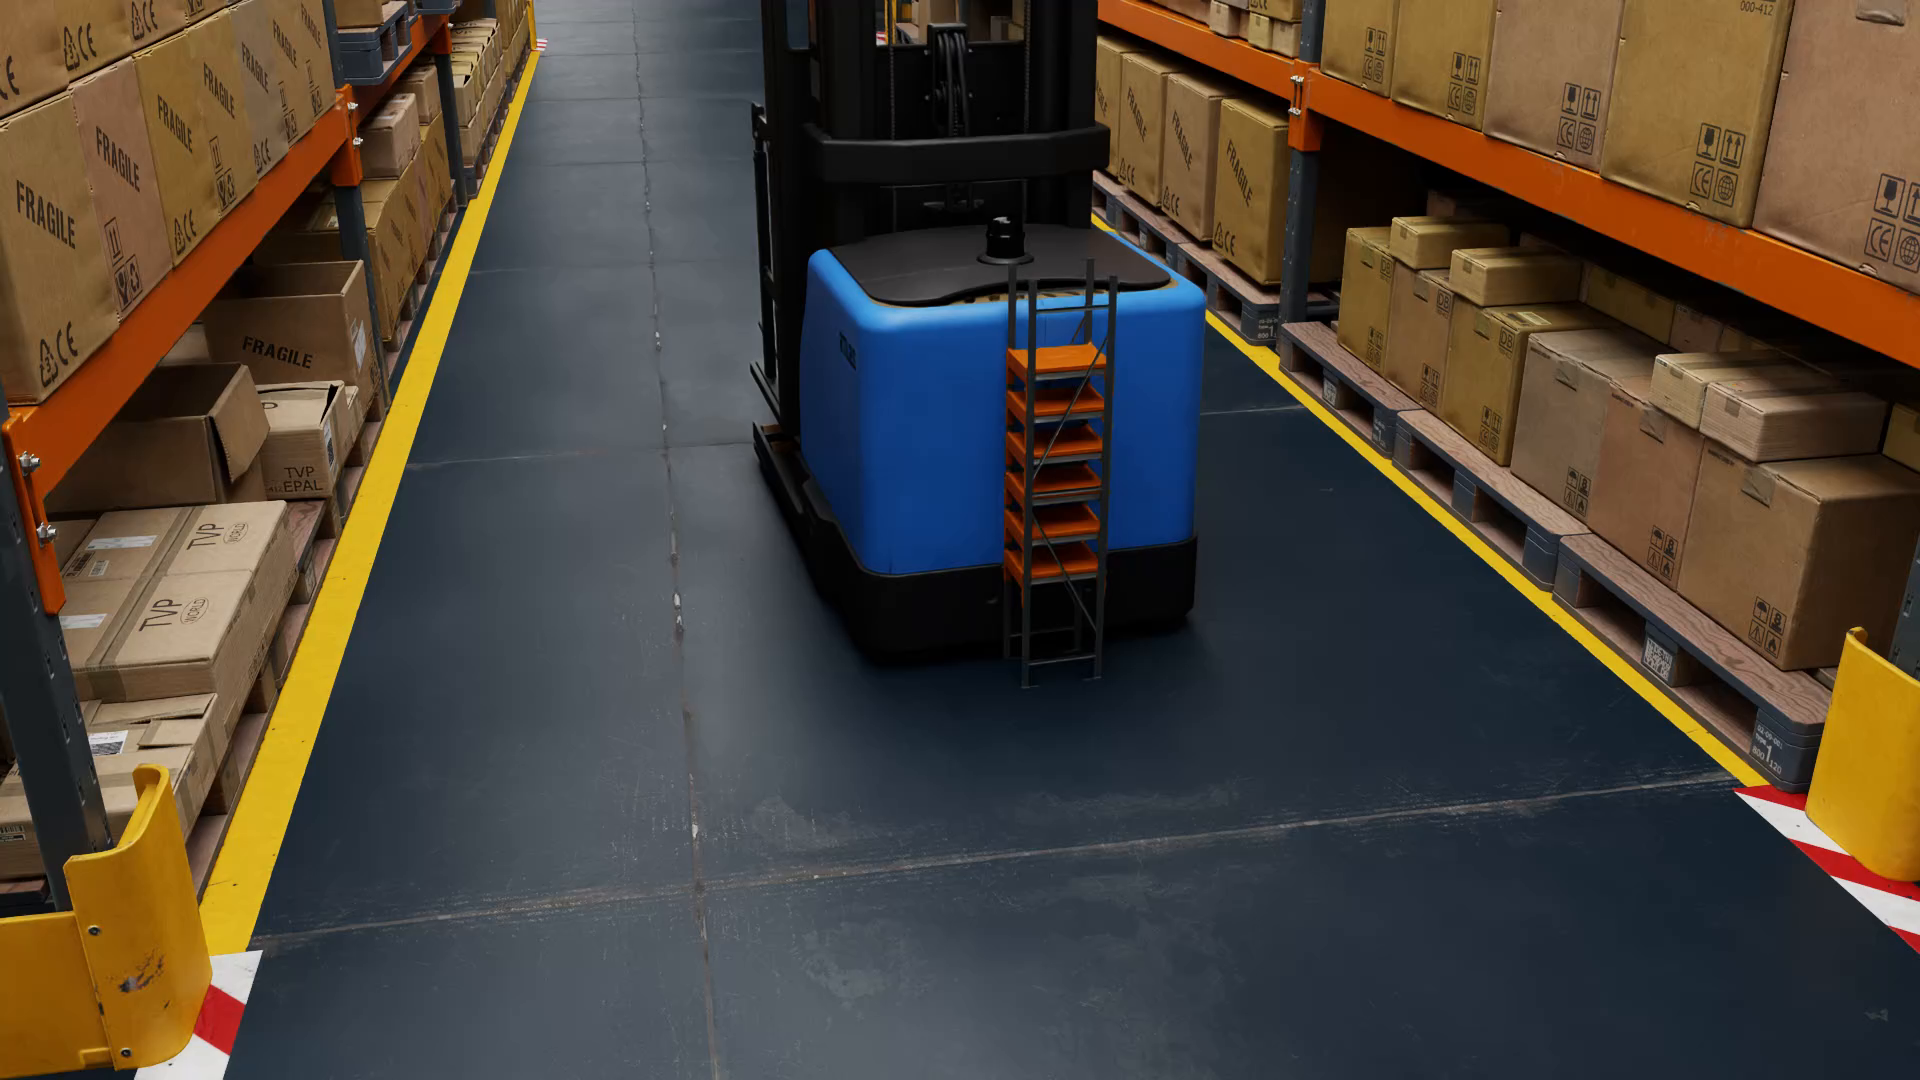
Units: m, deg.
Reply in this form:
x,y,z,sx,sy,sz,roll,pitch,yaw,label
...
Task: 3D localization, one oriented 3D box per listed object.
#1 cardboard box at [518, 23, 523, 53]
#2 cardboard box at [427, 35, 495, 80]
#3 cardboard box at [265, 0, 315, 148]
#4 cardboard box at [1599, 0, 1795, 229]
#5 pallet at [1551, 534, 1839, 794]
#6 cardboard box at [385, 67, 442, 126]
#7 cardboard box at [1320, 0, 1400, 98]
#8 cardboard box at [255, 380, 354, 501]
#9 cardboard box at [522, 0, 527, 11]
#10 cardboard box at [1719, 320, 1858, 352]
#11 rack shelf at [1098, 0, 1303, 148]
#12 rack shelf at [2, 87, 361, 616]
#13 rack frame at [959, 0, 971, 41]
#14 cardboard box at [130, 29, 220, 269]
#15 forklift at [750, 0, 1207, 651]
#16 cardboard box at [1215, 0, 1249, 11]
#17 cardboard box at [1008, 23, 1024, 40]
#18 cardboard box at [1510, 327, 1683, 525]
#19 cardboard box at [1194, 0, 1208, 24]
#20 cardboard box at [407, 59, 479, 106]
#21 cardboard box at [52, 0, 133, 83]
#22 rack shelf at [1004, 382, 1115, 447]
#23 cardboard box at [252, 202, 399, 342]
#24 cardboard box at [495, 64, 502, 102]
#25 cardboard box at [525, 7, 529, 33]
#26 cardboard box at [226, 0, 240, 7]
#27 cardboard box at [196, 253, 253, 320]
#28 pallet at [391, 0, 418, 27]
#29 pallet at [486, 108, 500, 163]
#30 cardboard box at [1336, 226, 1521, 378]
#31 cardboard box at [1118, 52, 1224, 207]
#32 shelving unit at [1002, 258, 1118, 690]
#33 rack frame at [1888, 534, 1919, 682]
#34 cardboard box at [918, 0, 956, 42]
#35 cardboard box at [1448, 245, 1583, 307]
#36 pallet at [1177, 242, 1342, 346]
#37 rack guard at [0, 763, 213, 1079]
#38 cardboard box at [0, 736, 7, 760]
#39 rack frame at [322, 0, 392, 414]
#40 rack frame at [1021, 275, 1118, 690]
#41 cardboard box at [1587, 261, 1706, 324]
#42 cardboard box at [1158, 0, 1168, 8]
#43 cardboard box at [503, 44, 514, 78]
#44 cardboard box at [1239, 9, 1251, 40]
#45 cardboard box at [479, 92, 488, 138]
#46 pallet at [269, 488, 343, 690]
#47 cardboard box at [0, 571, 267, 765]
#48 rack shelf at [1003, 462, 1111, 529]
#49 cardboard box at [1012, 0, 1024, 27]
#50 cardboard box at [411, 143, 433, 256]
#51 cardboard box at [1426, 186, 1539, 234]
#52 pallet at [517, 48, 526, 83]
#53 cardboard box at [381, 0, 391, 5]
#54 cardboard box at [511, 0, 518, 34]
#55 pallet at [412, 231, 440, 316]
x,y,z,sx,sy,sz,roll,pitch,yaw,label
-4.437,-4.766,15.825,0.500,0.250,0.500,-4,24,-10,cardboard box
-3.828,-3.689,12.658,0.500,0.311,0.500,-4,24,-10,cardboard box
-2.456,-1.557,5.442,0.500,0.500,0.500,-4,24,-8,cardboard box
2.460,-1.309,4.624,0.980,0.700,0.700,-4,24,-10,cardboard box
2.485,0.283,4.838,1.003,0.211,1.213,-4,24,-10,pallet
-3.219,-2.492,9.345,0.500,0.250,0.500,-3,24,-8,cardboard box
2.055,-2.182,6.624,0.980,0.700,0.700,-4,24,-9,cardboard box
-2.374,-0.363,5.643,0.500,0.311,0.500,-4,24,-10,cardboard box
-4.725,-5.699,17.024,0.500,0.500,0.500,-4,24,-10,cardboard box
2.562,-0.562,5.076,0.380,0.149,0.250,-4,24,-9,cardboard box
1.601,-2.717,9.121,1.077,0.370,4.000,-4,24,-10,rack shelf
-2.527,-0.775,4.676,1.077,0.370,4.000,-4,24,-10,rack shelf
0.491,-5.406,14.381,1.000,3.000,0.127,-4,24,-10,rack frame
-2.171,-0.958,4.071,0.500,0.500,0.500,-4,24,-10,cardboard box
-0.166,-1.583,5.713,1.130,2.935,3.031,-6,24,-14,forklift
1.533,-2.814,7.923,0.500,0.500,0.500,-4,24,-9,cardboard box
0.788,-3.975,13.676,0.700,0.500,0.500,-5,24,-11,cardboard box
2.296,-0.396,5.507,0.700,0.500,0.500,-5,24,-11,cardboard box
1.438,-2.769,8.630,0.380,0.149,0.250,-5,24,-11,cardboard box
-3.550,-3.088,11.283,0.500,0.311,0.500,-5,24,-11,cardboard box
-2.085,-1.221,3.424,0.500,0.500,0.500,-4,24,-9,cardboard box
0.270,-0.345,4.550,0.258,0.103,0.180,-6,25,-14,rack shelf
-2.747,-1.156,7.222,0.500,0.500,0.500,-5,24,-12,cardboard box
-3.923,-3.630,13.224,0.500,0.250,0.500,-5,24,-11,cardboard box
-4.727,-5.355,17.174,0.500,0.250,0.500,-4,24,-10,cardboard box
-2.359,-1.816,4.787,0.500,0.500,0.500,-4,24,-9,cardboard box
-3.270,-1.120,7.141,0.500,0.500,0.500,-4,24,-10,cardboard box
-3.273,-2.612,8.223,1.003,0.211,1.213,-4,24,-10,pallet
-3.973,-2.993,12.338,1.003,0.211,1.213,-4,24,-10,pallet
2.008,-1.005,6.901,0.700,0.500,0.500,-4,24,-9,cardboard box
1.394,-2.396,9.650,0.750,0.750,0.750,-4,24,-10,cardboard box
0.269,-0.167,4.630,0.258,1.200,0.189,-6,25,-14,shelving unit
2.710,-0.686,3.573,1.000,3.000,0.127,-4,24,-10,rack frame
-0.017,-5.240,16.574,0.700,0.500,0.500,-6,24,-13,cardboard box
1.989,-0.949,5.962,0.380,0.149,0.250,-5,24,-11,cardboard box
1.754,-1.280,8.416,1.003,0.211,1.213,-4,24,-10,pallet
-2.172,0.798,3.299,1.175,0.500,0.348,-4,24,-10,rack guard
-2.487,0.417,4.038,0.380,0.166,0.250,-4,24,-10,cardboard box
-2.897,-1.891,6.333,1.000,3.000,0.127,-4,24,-10,rack frame
0.293,-0.130,4.549,0.240,1.200,0.006,-6,25,-14,rack frame
2.420,-0.862,5.764,0.380,0.149,0.250,-5,24,-11,cardboard box
1.329,-3.076,9.335,0.380,0.149,0.250,-4,24,-9,cardboard box
-4.164,-4.175,14.473,0.500,0.250,0.500,-4,24,-10,cardboard box
1.556,-2.468,7.943,0.380,0.149,0.250,-4,24,-8,cardboard box
-3.641,-3.027,11.843,0.500,0.250,0.500,-5,24,-11,cardboard box
-2.542,0.138,5.172,1.003,0.211,1.213,-4,24,-10,pallet
-2.072,0.309,4.181,0.500,0.250,0.500,-4,24,-10,cardboard box
0.269,-0.126,4.648,0.258,0.103,0.180,-6,25,-14,rack shelf
0.728,-4.345,13.587,0.500,0.250,0.500,-5,24,-11,cardboard box
-3.035,-1.761,8.607,0.500,0.500,0.500,-5,24,-12,cardboard box
2.176,-1.374,6.936,0.380,0.149,0.250,-4,24,-10,cardboard box
-4.711,-4.557,15.920,1.003,0.211,1.213,-4,24,-10,pallet
-2.954,-2.598,7.302,0.700,0.500,0.500,-1,24,-1,cardboard box
-4.340,-4.913,15.225,0.500,0.500,0.500,-4,24,-10,cardboard box
-3.314,-1.412,8.718,1.003,0.211,1.213,-4,24,-10,pallet
